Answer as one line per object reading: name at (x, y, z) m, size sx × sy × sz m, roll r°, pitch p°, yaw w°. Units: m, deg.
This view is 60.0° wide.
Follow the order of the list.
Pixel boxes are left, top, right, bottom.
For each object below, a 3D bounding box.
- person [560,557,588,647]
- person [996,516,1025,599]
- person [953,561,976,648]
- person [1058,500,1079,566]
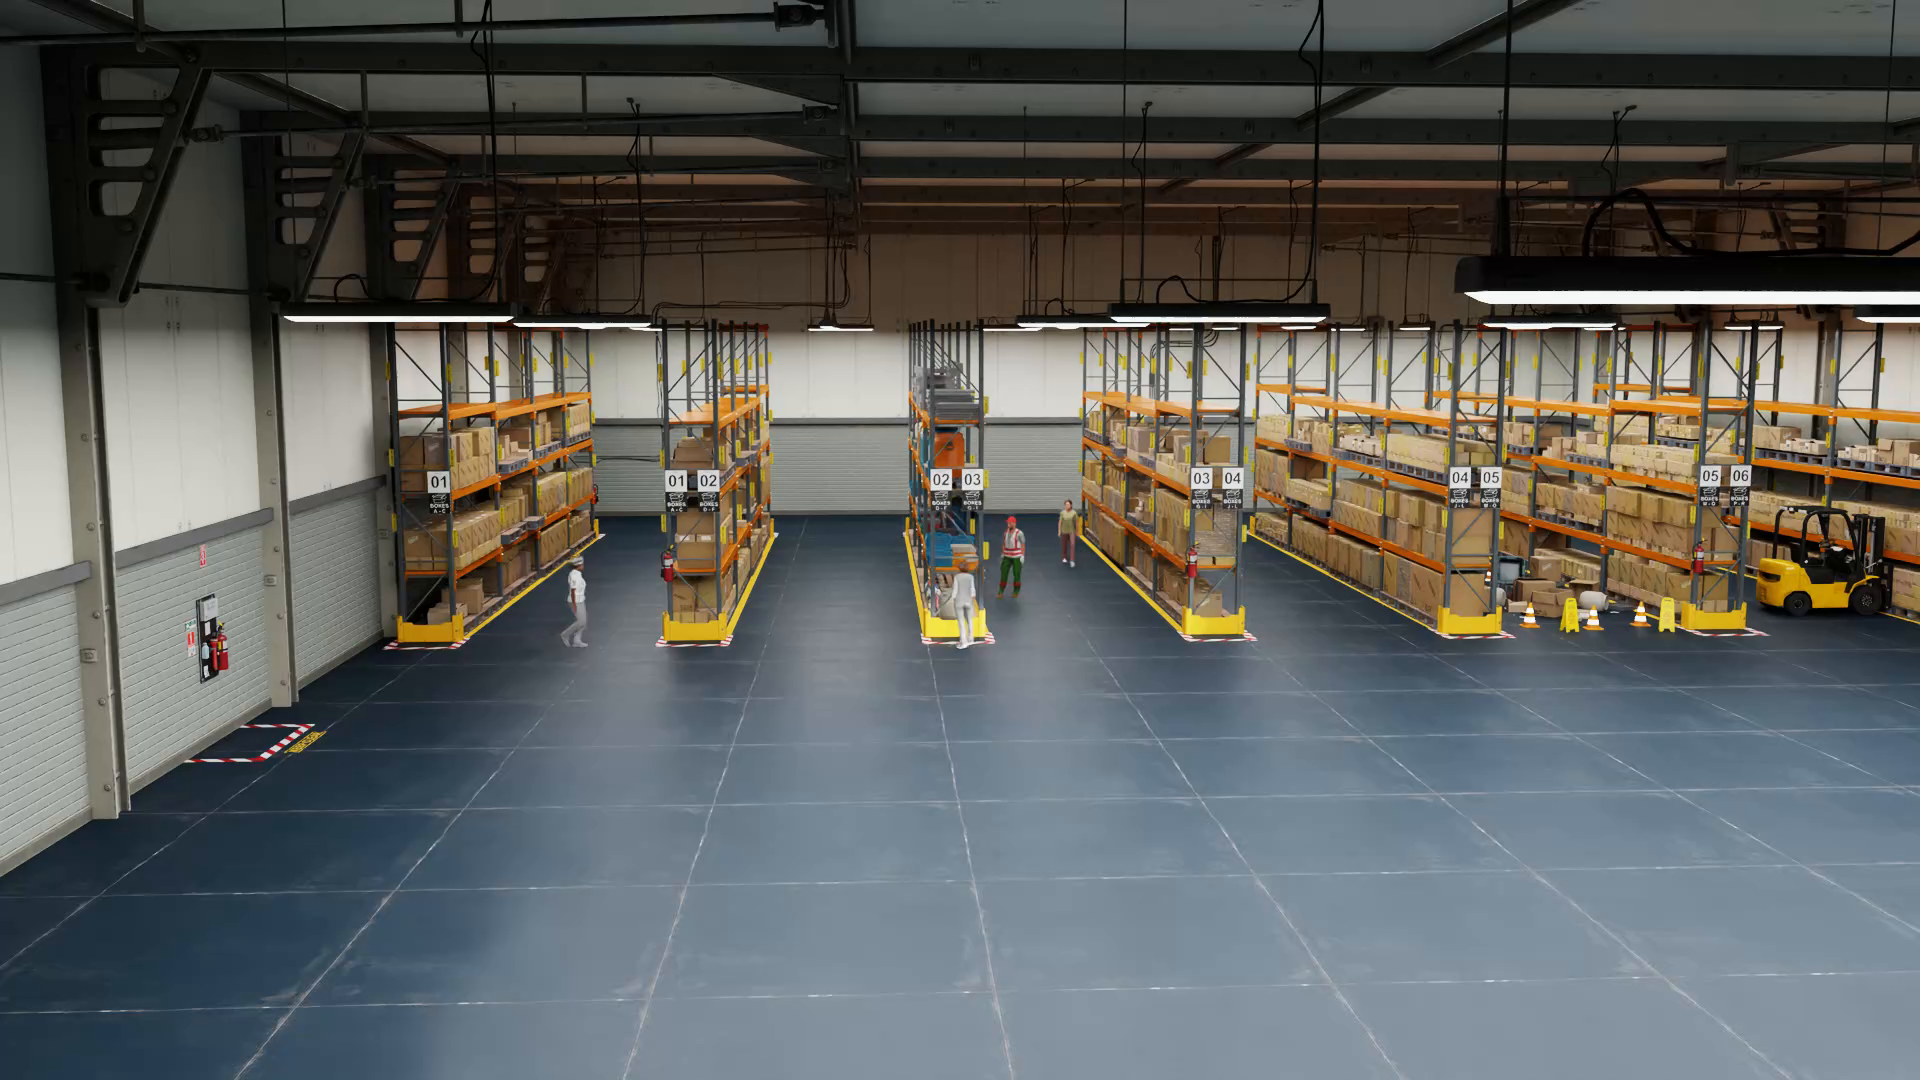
person at (-7.029, 1.138, 30.284) m, size 0.485 × 1.669 × 0.462 m, roll 0°, pitch 7°, yaw 1°
person at (1.099, 0.389, 36.000) m, size 0.593 × 1.801 × 0.541 m, roll 4°, pitch 8°, yaw 28°
person at (0.065, 1.175, 30.463) m, size 0.440 × 1.608 × 0.503 m, roll -2°, pitch 7°, yaw -15°
person at (2.695, -0.188, 41.254) m, size 0.516 × 1.591 × 1.023 m, roll 0°, pitch 7°, yaw -2°
